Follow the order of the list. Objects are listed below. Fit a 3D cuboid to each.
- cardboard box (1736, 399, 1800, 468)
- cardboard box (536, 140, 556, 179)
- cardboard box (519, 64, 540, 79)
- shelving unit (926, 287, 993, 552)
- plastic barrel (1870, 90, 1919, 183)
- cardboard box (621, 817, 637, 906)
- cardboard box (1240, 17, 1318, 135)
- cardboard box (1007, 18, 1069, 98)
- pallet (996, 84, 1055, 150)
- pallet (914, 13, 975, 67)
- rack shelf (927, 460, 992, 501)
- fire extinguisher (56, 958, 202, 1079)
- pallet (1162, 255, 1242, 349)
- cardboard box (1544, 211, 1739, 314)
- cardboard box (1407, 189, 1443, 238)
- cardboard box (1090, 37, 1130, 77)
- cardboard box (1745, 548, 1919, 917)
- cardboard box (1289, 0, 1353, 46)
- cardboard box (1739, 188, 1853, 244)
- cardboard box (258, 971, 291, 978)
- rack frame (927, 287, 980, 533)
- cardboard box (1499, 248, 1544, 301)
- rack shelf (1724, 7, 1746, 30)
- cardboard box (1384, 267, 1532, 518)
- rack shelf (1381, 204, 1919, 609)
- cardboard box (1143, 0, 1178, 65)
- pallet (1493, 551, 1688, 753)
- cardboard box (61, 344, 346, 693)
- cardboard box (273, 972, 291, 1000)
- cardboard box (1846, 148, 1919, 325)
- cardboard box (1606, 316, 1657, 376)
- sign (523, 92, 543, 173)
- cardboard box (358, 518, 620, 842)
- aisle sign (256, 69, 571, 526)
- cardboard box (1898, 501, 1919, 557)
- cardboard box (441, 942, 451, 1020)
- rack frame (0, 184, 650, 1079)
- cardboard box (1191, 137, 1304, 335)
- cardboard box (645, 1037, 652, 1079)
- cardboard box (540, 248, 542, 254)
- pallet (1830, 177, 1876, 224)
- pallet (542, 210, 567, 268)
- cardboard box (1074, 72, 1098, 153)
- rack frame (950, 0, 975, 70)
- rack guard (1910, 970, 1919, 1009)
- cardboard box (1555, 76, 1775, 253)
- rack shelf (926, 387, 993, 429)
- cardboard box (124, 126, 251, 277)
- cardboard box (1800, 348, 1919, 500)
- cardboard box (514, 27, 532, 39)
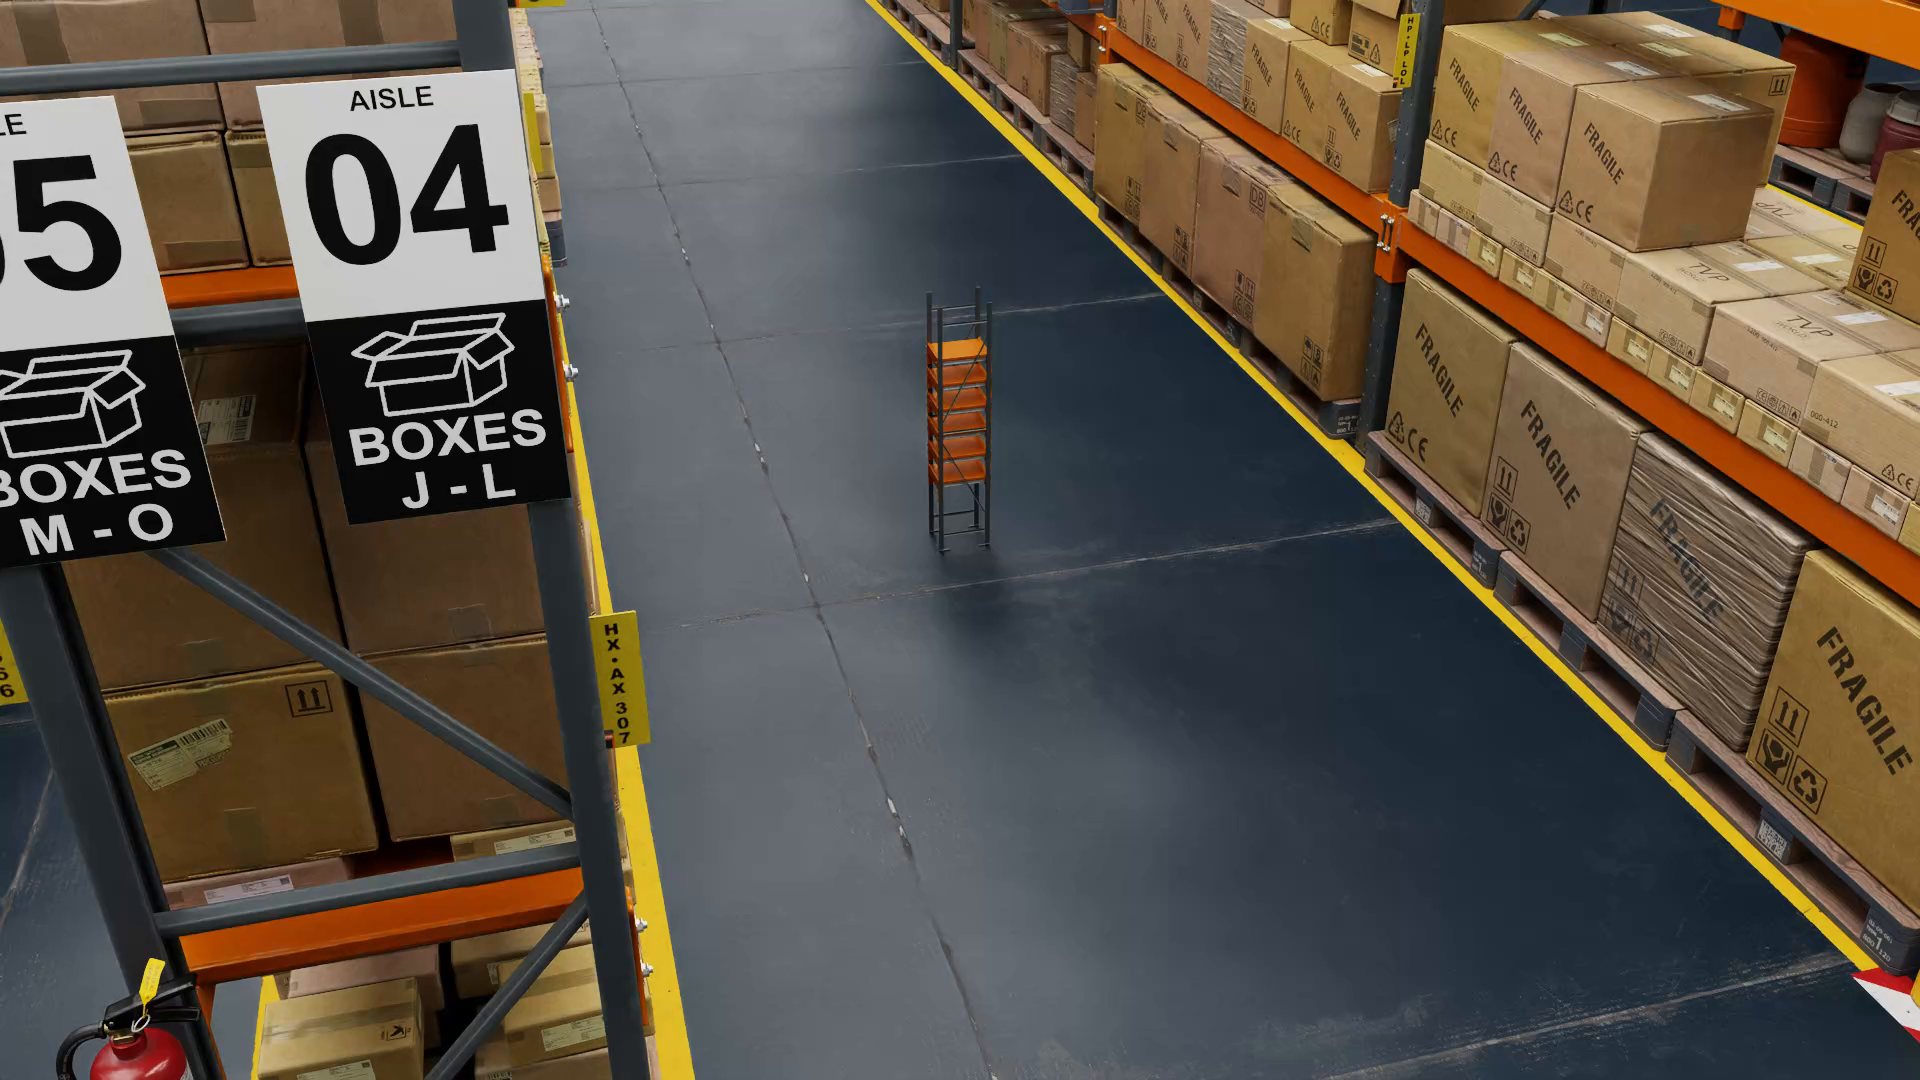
[{"bbox_3d":[2.906,-0.387,5.676,0.380,0.149,0.250,-9,31,-14],"label":"cardboard box"},{"bbox_3d":[-1.942,-1.649,7.139,0.380,0.149,0.250,-7,31,-12],"label":"cardboard box"},{"bbox_3d":[-2.087,-2.036,7.511,0.380,0.149,0.250,-8,31,-13],"label":"cardboard box"},{"bbox_3d":[-0.004,-0.526,7.462,0.258,1.200,0.189,-8,31,-13],"label":"shelving unit"},{"bbox_3d":[6.688,-2.756,11.505,0.600,0.588,0.708,-8,31,-13],"label":"plastic barrel"},{"bbox_3d":[-1.163,0.976,4.901,0.380,0.149,0.250,-8,31,-13],"label":"cardboard box"},{"bbox_3d":[1.871,-2.531,9.028,0.500,0.500,0.500,-8,31,-14],"label":"cardboard box"},{"bbox_3d":[0.804,-3.977,13.682,0.700,0.500,0.500,-11,32,-18],"label":"cardboard box"},{"bbox_3d":[0.940,-3.497,13.582,1.003,0.211,1.213,-8,31,-13],"label":"pallet"},{"bbox_3d":[0.193,-4.783,15.803,1.003,0.211,1.213,-8,31,-13],"label":"pallet"},{"bbox_3d":[-0.004,-0.280,7.604,0.258,0.103,0.180,-8,31,-13],"label":"rack shelf"},{"bbox_3d":[-1.597,1.114,3.281,0.296,0.674,0.183,-8,31,-13],"label":"fire extinguisher"},{"bbox_3d":[1.923,-1.553,10.222,1.003,0.211,1.213,-8,31,-13],"label":"pallet"},{"bbox_3d":[2.671,-1.118,6.541,0.500,0.250,0.500,-7,31,-12],"label":"cardboard box"},{"bbox_3d":[2.286,-1.511,7.617,0.380,0.149,0.250,-8,31,-13],"label":"cardboard box"},{"bbox_3d":[1.260,-3.491,12.095,0.500,0.250,0.500,-7,31,-11],"label":"cardboard box"},{"bbox_3d":[3.343,0.565,5.482,0.875,0.875,0.875,-8,31,-13],"label":"cardboard box"},{"bbox_3d":[2.180,-2.924,8.707,0.797,0.503,0.637,-8,31,-13],"label":"cardboard box"},{"bbox_3d":[3.174,-1.196,6.675,0.500,0.250,0.500,-7,31,-12],"label":"cardboard box"},{"bbox_3d":[-1.806,1.071,4.737,0.380,0.149,0.250,-9,31,-14],"label":"cardboard box"},{"bbox_3d":[-0.028,-0.570,7.538,0.240,1.200,0.006,-8,31,-13],"label":"rack frame"},{"bbox_3d":[2.498,-1.130,6.959,0.380,0.149,0.250,-9,31,-15],"label":"cardboard box"},{"bbox_3d":[6.773,-3.120,10.864,1.077,0.370,4.000,-8,31,-13],"label":"rack shelf"},{"bbox_3d":[2.626,-0.739,7.735,0.875,0.875,0.875,-8,31,-13],"label":"cardboard box"},{"bbox_3d":[3.059,-0.529,6.388,1.077,0.370,4.000,-8,31,-13],"label":"rack shelf"},{"bbox_3d":[1.472,-3.262,10.292,0.500,0.500,0.500,-9,31,-15],"label":"cardboard box"},{"bbox_3d":[2.982,0.368,6.903,1.003,0.211,1.213,-8,31,-13],"label":"pallet"},{"bbox_3d":[-1.580,-0.057,3.459,0.500,0.500,0.500,-8,31,-14],"label":"cardboard box"},{"bbox_3d":[-1.774,1.192,4.827,0.380,0.149,0.250,-9,31,-15],"label":"cardboard box"},{"bbox_3d":[3.447,-1.022,5.625,0.500,0.500,0.500,-9,31,-15],"label":"cardboard box"},{"bbox_3d":[2.701,-0.758,6.316,0.380,0.149,0.250,-9,31,-15],"label":"cardboard box"},{"bbox_3d":[-1.759,-1.646,6.736,0.100,0.325,0.005,-8,31,-13],"label":"sign"},{"bbox_3d":[-1.072,0.310,3.823,0.500,0.500,0.500,-6,31,-11],"label":"cardboard box"},{"bbox_3d":[-0.910,-0.394,2.841,0.394,0.787,0.004,-8,31,-13],"label":"aisle sign"},{"bbox_3d":[3.107,-0.020,5.040,0.380,0.149,0.250,-8,31,-13],"label":"cardboard box"},{"bbox_3d":[-1.713,1.312,4.916,0.380,0.149,0.250,-8,31,-14],"label":"cardboard box"},{"bbox_3d":[-1.219,0.736,3.484,1.000,3.000,0.127,-8,31,-13],"label":"rack frame"},{"bbox_3d":[2.101,-1.807,9.579,1.225,0.875,0.875,-9,31,-15],"label":"cardboard box"},{"bbox_3d":[-1.049,1.492,4.604,0.380,0.149,0.250,-7,31,-12],"label":"cardboard box"},{"bbox_3d":[-1.222,-0.364,3.989,0.500,0.500,0.500,-7,31,-12],"label":"cardboard box"},{"bbox_3d":[6.812,-2.227,11.387,1.003,0.211,1.213,-8,31,-13],"label":"pallet"},{"bbox_3d":[-2.343,-1.501,7.541,1.003,0.211,1.213,-8,31,-13],"label":"pallet"},{"bbox_3d":[1.269,-3.168,12.285,0.700,0.500,0.500,-9,31,-16],"label":"cardboard box"},{"bbox_3d":[0.405,-5.670,14.552,1.000,3.000,0.127,-8,31,-13],"label":"rack frame"},{"bbox_3d":[3.596,1.219,5.145,1.175,0.500,0.348,-8,31,-13],"label":"rack guard"},{"bbox_3d":[2.675,-1.440,6.348,0.500,0.500,0.500,-9,31,-15],"label":"cardboard box"},{"bbox_3d":[-0.004,-0.592,7.424,0.258,0.103,0.180,-8,31,-13],"label":"rack shelf"},{"bbox_3d":[-1.595,-0.682,3.089,0.500,0.250,0.500,-9,31,-14],"label":"cardboard box"},{"bbox_3d":[3.071,-0.382,5.269,0.500,0.250,0.500,-8,31,-14],"label":"cardboard box"},{"bbox_3d":[-2.286,-2.402,8.144,0.380,0.149,0.250,-7,31,-11],"label":"cardboard box"}]
